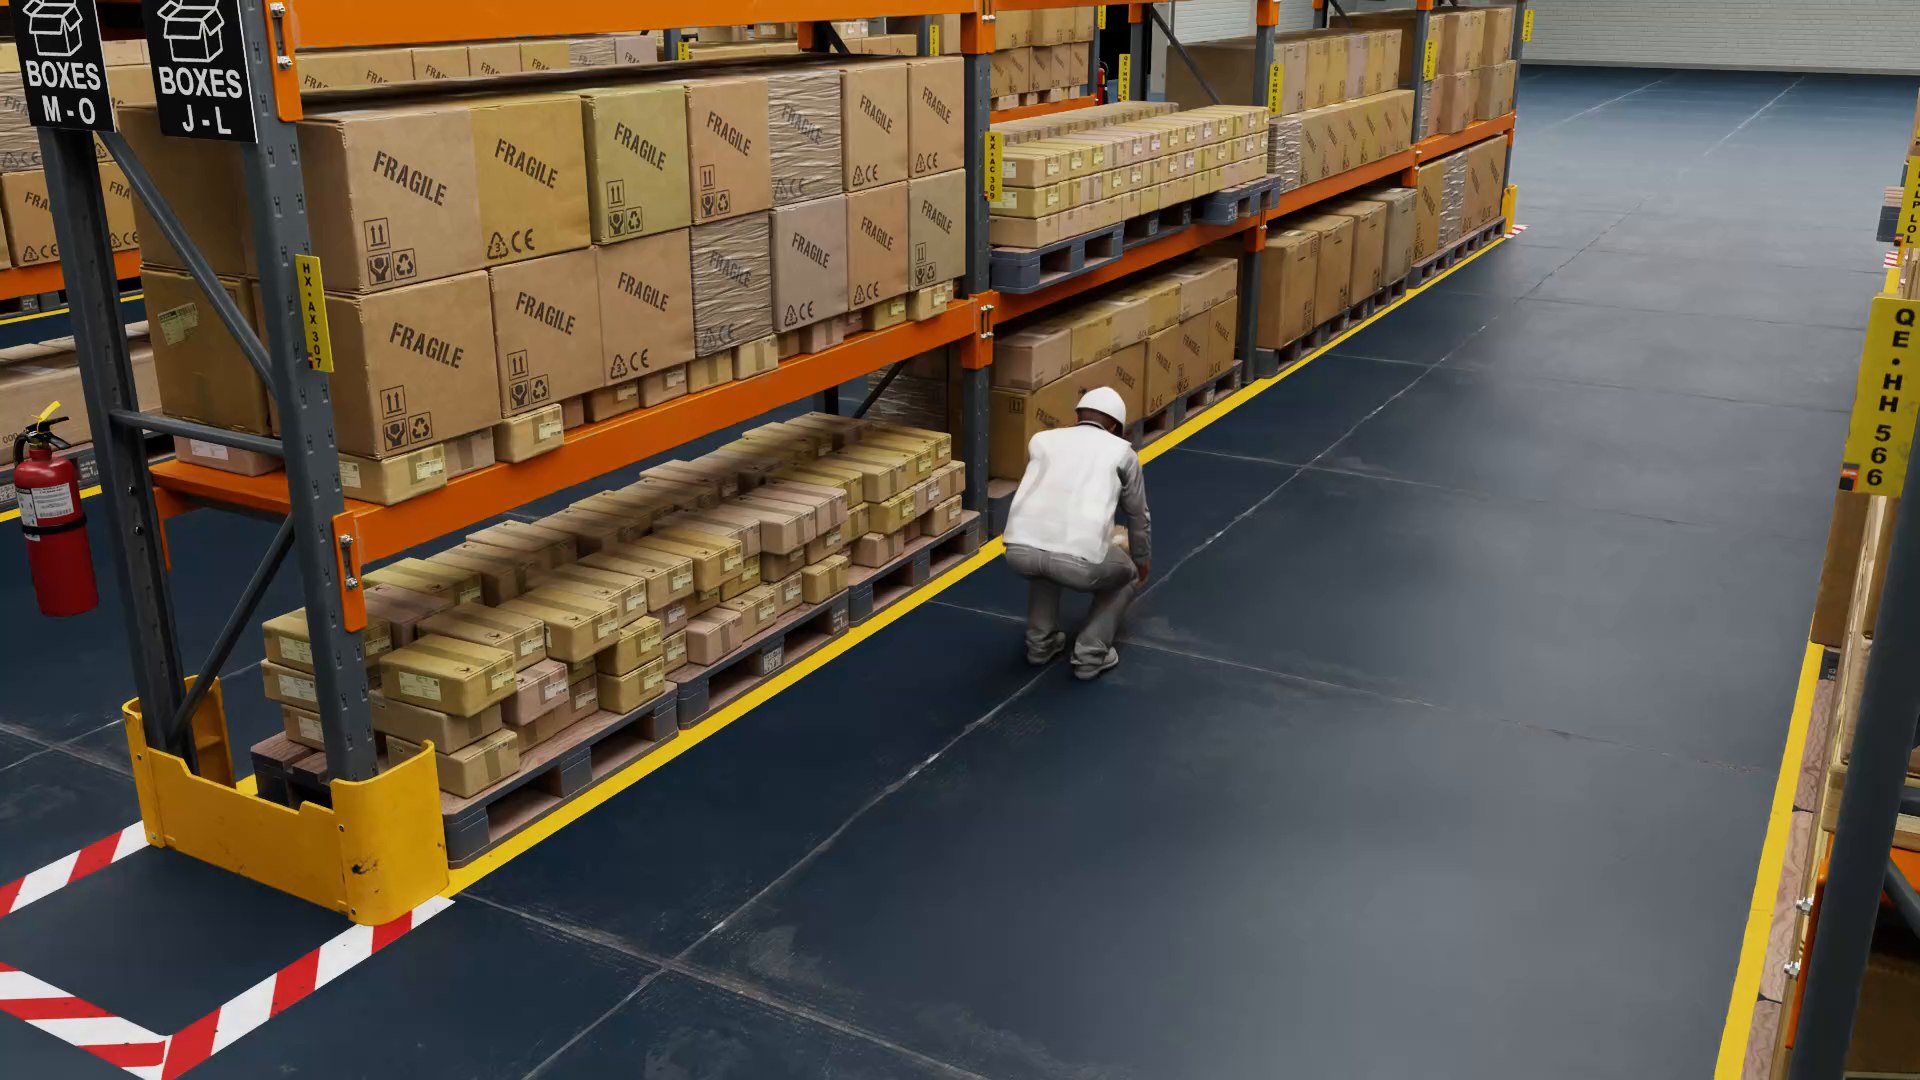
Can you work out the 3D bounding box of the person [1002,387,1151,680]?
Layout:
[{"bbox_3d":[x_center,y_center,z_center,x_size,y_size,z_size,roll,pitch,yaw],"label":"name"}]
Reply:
[{"bbox_3d":[0.482,-0.034,7.112,0.557,1.126,0.864,10,22,27],"label":"person"}]
